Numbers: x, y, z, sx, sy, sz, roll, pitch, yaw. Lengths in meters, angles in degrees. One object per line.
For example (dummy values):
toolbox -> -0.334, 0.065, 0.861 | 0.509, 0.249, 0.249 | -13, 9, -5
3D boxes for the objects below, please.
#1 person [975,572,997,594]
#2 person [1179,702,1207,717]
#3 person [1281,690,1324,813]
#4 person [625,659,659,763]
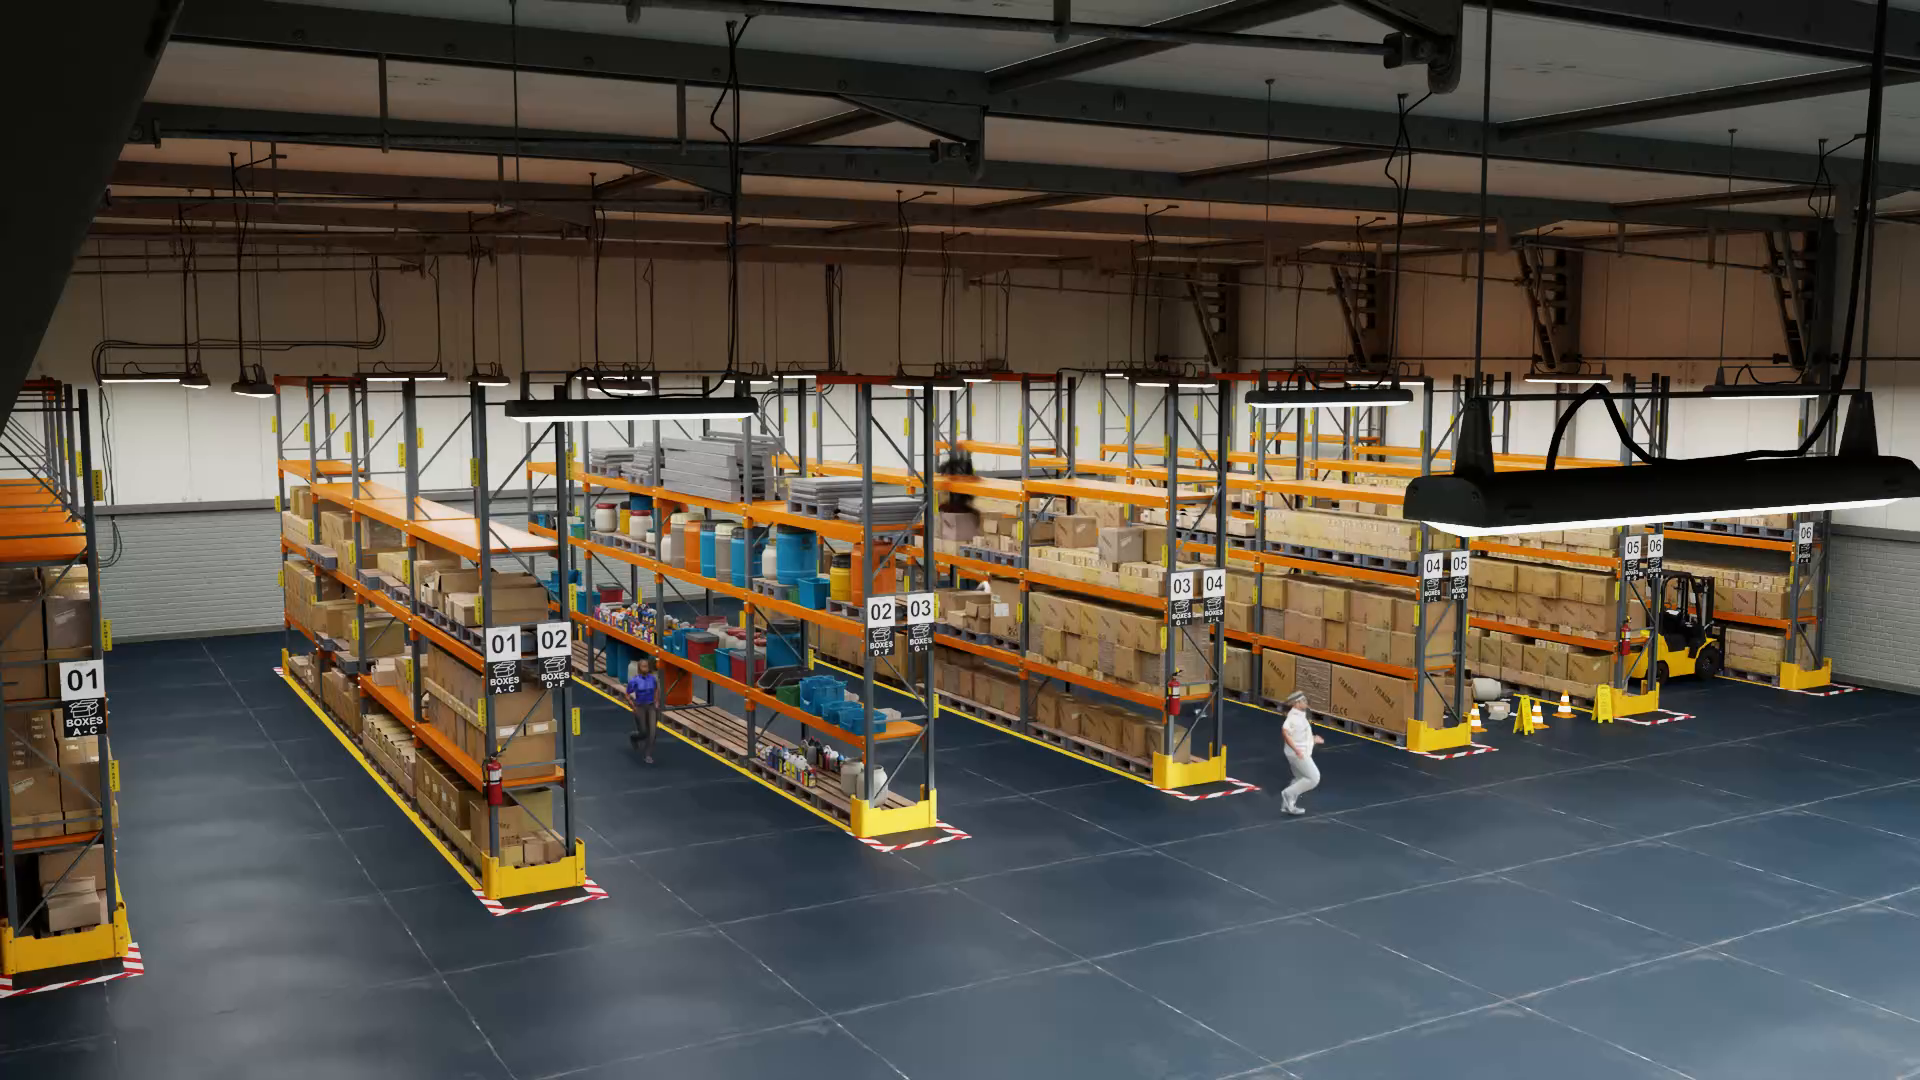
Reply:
person -> 0.669, 1.505, 36.166 | 0.692, 1.779, 0.888 | -3, 7, -27
person -> 4.057, 2.289, 29.487 | 0.532, 1.612, 0.799 | -5, 8, -38
person -> 4.754, 2.950, 23.083 | 0.591, 1.730, 0.655 | 1, 6, 9
person -> -4.985, 2.682, 26.196 | 0.575, 1.605, 0.589 | -4, 8, -35
